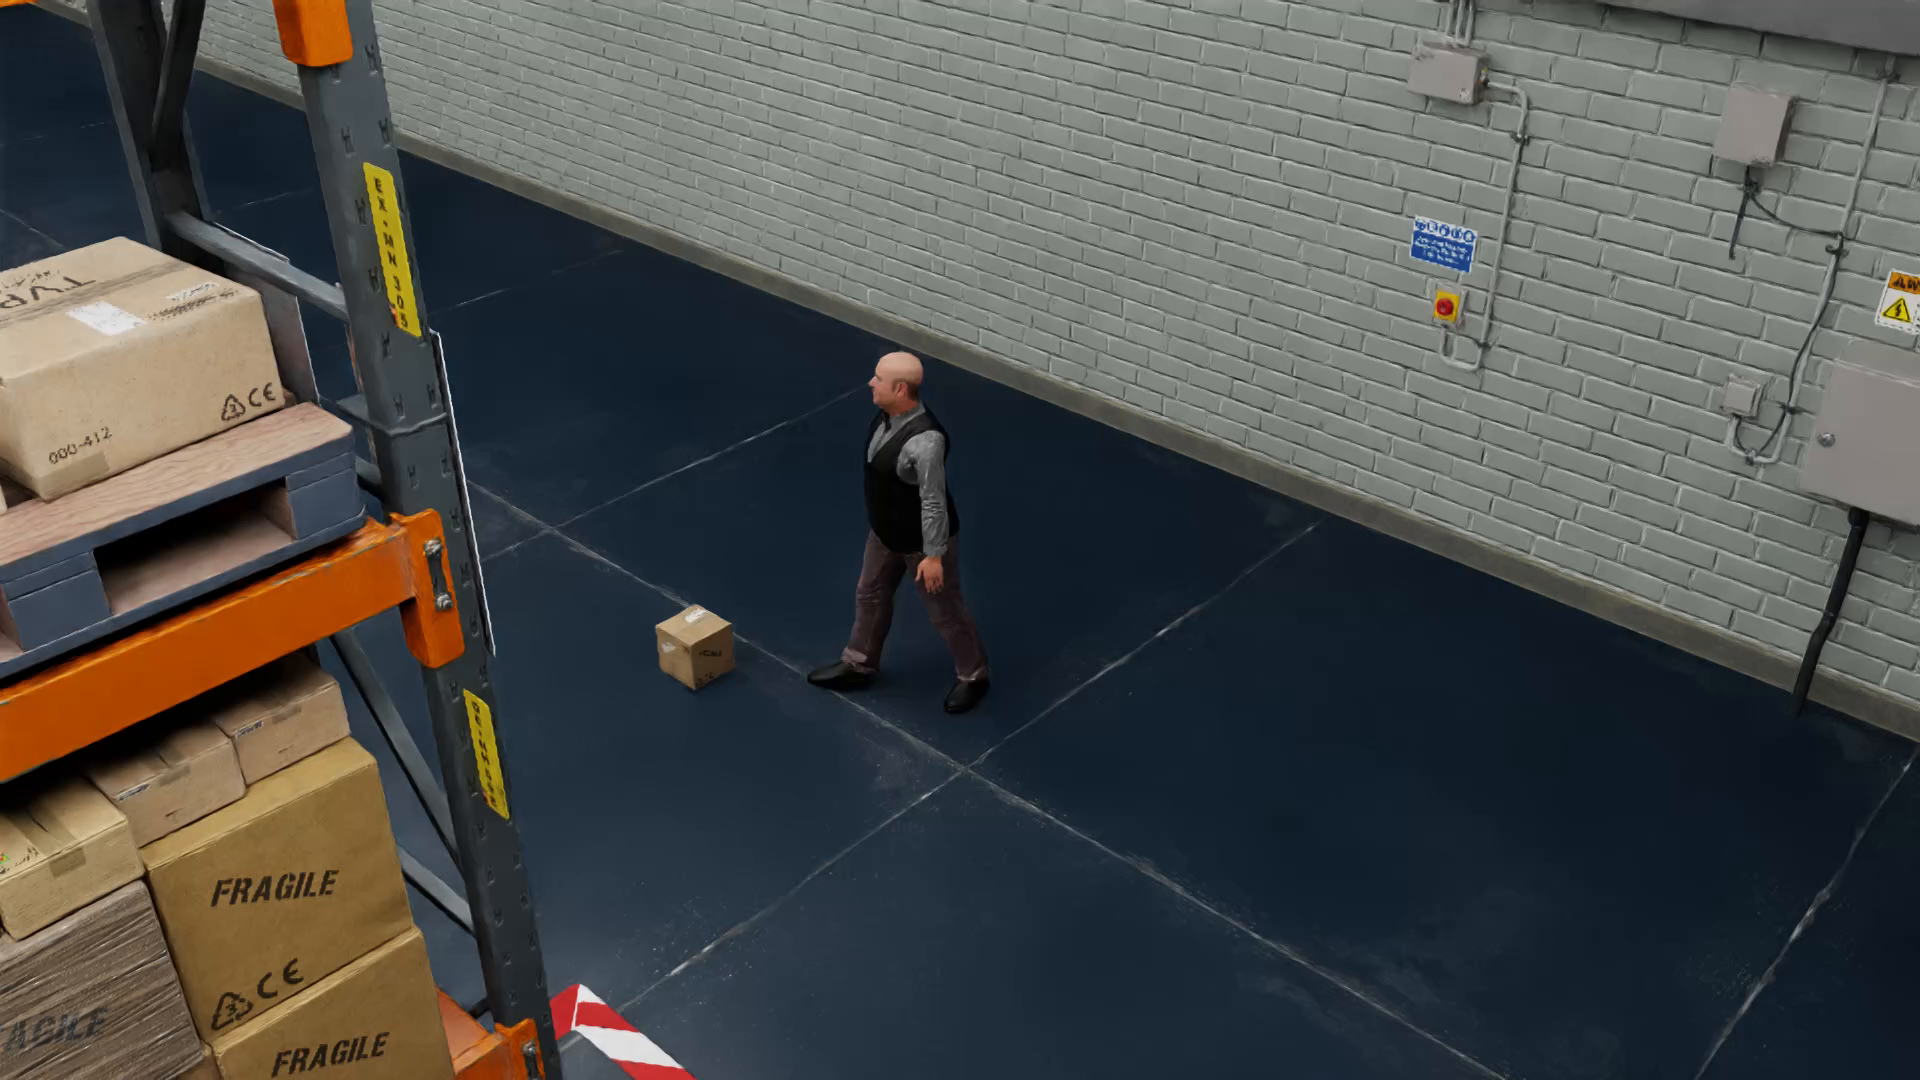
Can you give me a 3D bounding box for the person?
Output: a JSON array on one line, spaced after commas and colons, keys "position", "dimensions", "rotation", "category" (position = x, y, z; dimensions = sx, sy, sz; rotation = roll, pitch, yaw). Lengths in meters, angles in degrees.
[{"position": [-0.256, -0.026, 7.184], "dimensions": [0.765, 1.699, 0.612], "rotation": [-14, 34, -22], "category": "person"}]
